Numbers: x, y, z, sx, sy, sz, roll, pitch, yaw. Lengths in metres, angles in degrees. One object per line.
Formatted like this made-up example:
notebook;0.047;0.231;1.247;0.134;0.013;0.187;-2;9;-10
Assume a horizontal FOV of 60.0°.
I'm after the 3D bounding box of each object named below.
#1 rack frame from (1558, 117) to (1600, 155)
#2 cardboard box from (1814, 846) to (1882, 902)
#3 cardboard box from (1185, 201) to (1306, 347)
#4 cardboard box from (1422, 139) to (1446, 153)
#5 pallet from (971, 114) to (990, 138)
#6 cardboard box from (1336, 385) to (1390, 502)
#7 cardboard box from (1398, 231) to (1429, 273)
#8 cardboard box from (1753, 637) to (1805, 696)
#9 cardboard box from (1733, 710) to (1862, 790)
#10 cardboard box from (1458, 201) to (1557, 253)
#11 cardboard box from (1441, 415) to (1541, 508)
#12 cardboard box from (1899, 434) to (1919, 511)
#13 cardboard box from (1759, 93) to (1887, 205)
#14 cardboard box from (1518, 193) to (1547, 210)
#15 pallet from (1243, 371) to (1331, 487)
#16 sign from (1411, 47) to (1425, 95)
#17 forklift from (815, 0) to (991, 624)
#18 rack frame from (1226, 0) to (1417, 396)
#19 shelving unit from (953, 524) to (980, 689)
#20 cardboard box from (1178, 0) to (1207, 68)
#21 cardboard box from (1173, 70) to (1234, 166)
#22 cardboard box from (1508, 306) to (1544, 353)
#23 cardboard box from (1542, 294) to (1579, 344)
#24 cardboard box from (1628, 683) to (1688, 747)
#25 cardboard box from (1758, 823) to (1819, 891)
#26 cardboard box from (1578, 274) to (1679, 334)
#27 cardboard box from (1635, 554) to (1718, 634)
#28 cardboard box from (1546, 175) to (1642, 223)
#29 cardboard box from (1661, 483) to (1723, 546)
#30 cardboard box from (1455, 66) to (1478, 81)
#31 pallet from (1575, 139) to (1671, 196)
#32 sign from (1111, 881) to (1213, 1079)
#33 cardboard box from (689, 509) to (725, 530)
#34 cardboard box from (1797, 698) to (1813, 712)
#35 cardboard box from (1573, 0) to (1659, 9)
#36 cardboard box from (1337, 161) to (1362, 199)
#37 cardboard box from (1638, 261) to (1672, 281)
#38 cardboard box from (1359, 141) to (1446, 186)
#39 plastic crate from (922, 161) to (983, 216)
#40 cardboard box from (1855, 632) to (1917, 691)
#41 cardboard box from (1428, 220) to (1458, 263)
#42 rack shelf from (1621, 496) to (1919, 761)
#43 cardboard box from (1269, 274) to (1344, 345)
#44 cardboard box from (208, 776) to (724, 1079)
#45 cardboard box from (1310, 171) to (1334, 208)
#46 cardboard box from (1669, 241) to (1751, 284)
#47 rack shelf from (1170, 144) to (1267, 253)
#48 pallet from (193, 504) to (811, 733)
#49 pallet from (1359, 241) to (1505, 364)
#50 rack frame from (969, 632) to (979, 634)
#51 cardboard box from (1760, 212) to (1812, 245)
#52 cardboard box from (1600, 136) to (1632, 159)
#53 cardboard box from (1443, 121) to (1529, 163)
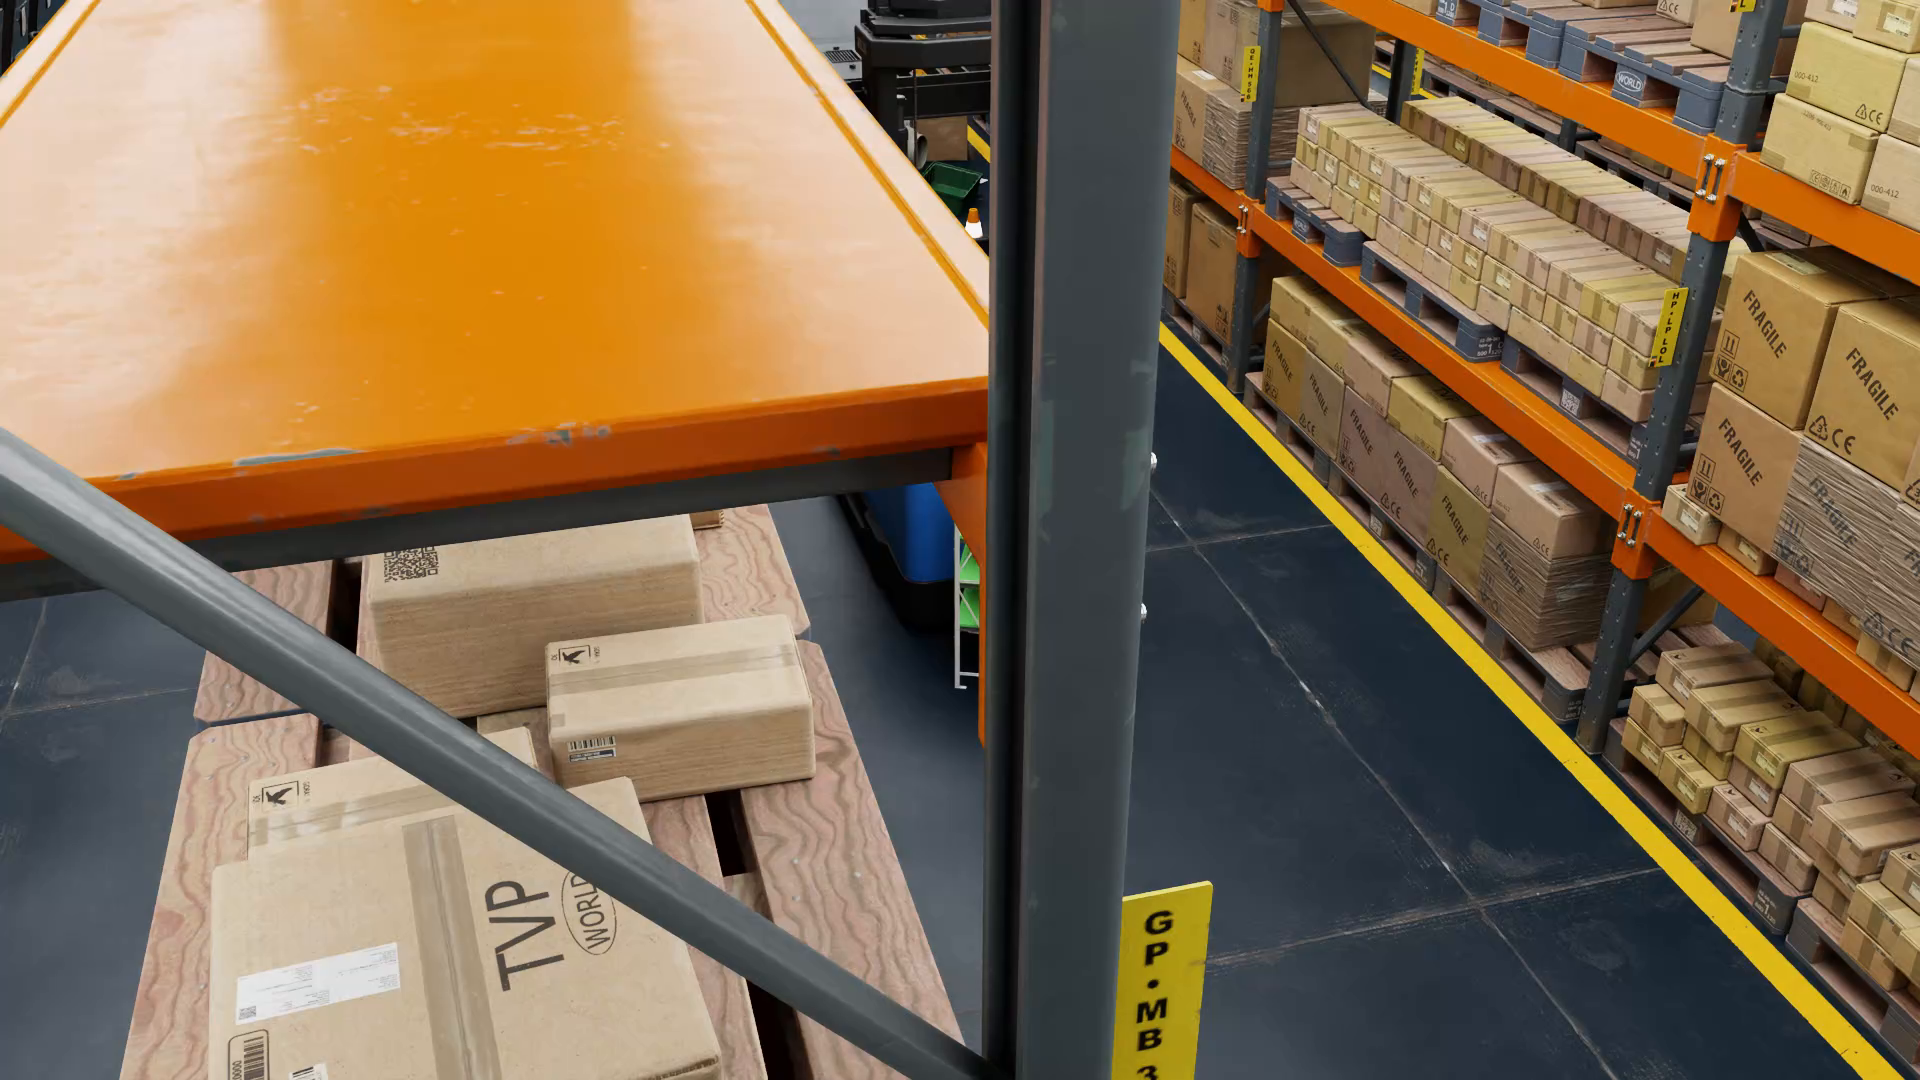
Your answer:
rack frame;6.007;-4.883;14.692;1.000;3.000;0.127;-8;31;-13
cardboard box;3.481;1.222;6.274;0.380;0.149;0.250;-6;31;-11
cardboard box;2.185;-1.855;11.286;1.050;0.750;0.750;-8;31;-14
cardboard box;2.902;-2.236;9.653;0.380;0.149;0.250;-7;31;-11
pallet;0.744;-4.034;16.008;1.003;0.211;1.213;-8;31;-13
cardboard box;2.479;-0.575;9.326;0.500;0.500;0.500;-9;31;-15
cardboard box;2.538;-1.530;8.731;0.380;0.149;0.250;-7;31;-13
cardboard box;3.667;0.523;7.184;0.380;0.149;0.250;-7;31;-12
cardboard box;3.344;0.836;6.643;0.380;0.149;0.250;-8;31;-14
cardboard box;2.681;-1.537;8.148;0.380;0.149;0.250;-9;31;-16
cardboard box;2.756;-0.409;8.290;0.500;0.250;0.500;-6;31;-11
cardboard box;3.462;-0.267;5.322;0.500;0.500;0.500;-7;31;-12
cardboard box;3.190;-1.383;5.801;0.500;0.250;0.500;-6;31;-11
cardboard box;3.174;-1.742;8.799;0.380;0.149;0.250;-7;31;-12
pallet;2.466;-0.756;10.345;1.003;0.211;1.213;-8;31;-13
sign;2.780;-2.884;10.162;0.100;0.325;0.005;-8;31;-13
forklift;-0.173;-1.572;9.040;1.130;2.935;3.031;-8;31;-14
rack frame;2.260;-2.341;10.299;1.000;3.000;0.127;-8;31;-13
shelving unit;0.129;0.079;7.916;0.258;1.200;0.503;4;30;7
cardboard box;1.876;-3.526;11.250;0.700;0.500;0.500;-8;31;-14
cardboard box;1.750;-2.807;11.005;0.500;0.500;0.500;-8;31;-13
cardboard box;2.825;-1.014;7.840;0.380;0.149;0.250;-9;31;-16
cardboard box;2.891;-1.024;7.559;0.380;0.149;0.250;-7;31;-11
cardboard box;3.109;0.732;7.120;0.380;0.149;0.250;-6;31;-11
cardboard box;3.410;1.220;6.575;0.380;0.149;0.250;-8;31;-14
cardboard box;2.954;-1.037;7.284;0.380;0.149;0.250;-9;31;-15
cardboard box;3.381;0.099;8.160;0.500;0.500;0.500;-7;31;-11
cardboard box;3.241;-1.745;8.508;0.380;0.149;0.250;-7;31;-12
cardboard box;3.081;-0.120;6.713;0.380;0.149;0.250;-7;31;-11
cardboard box;5.434;-5.022;17.008;0.500;0.500;0.500;-5;30;-9
pallet;6.215;-3.300;14.741;1.003;0.211;1.213;-8;31;-13
sign;0.174;0.449;1.535;0.100;0.325;0.005;-8;31;-13
cardboard box;-0.753;-0.330;3.212;0.500;0.500;0.500;-7;31;-12
cardboard box;3.795;0.754;7.083;0.380;0.149;0.250;-9;31;-16
cardboard box;3.038;-2.697;7.398;0.797;0.503;0.637;-8;31;-14
cardboard box;2.342;-2.023;9.285;0.380;0.149;0.250;-9;31;-15
cardboard box;3.451;-1.237;7.927;0.380;0.149;0.250;-9;31;-15
cardboard box;2.400;-2.046;9.027;0.380;0.149;0.250;-9;31;-15
plastic crate;-0.111;-2.990;14.171;0.450;0.188;0.662;16;32;7
cardboard box;3.413;0.380;5.850;0.380;0.149;0.250;-7;31;-12
cardboard box;2.613;-1.531;8.435;0.380;0.149;0.250;-7;31;-11
rack shelf;3.852;0.869;5.473;1.077;0.370;4.000;-8;31;-13
cardboard box;2.209;-1.400;10.001;0.500;0.250;0.500;-9;31;-16
cardboard box;-0.569;0.567;1.913;0.500;0.250;0.500;-11;32;-18
cardboard box;2.255;-2.041;9.613;0.380;0.149;0.250;-6;31;-11
cardboard box;3.515;-1.249;7.650;0.380;0.149;0.250;-8;31;-13
rack shelf;1.729;-2.995;12.148;1.077;0.370;4.000;-8;31;-13
pallet;-0.897;0.023;3.310;1.003;0.211;1.213;-8;31;-13
pallet;2.825;-1.307;8.705;1.003;0.211;1.213;-8;31;-13
rack frame;0.163;-0.042;8.125;0.240;1.200;0.015;4;30;7
cardboard box;6.712;-2.647;12.885;0.700;0.500;0.500;-10;32;-17
cardboard box;6.149;-3.692;14.691;0.700;0.500;0.500;-10;32;-17
cardboard box;2.966;-2.247;9.376;0.380;0.149;0.250;-7;31;-12
